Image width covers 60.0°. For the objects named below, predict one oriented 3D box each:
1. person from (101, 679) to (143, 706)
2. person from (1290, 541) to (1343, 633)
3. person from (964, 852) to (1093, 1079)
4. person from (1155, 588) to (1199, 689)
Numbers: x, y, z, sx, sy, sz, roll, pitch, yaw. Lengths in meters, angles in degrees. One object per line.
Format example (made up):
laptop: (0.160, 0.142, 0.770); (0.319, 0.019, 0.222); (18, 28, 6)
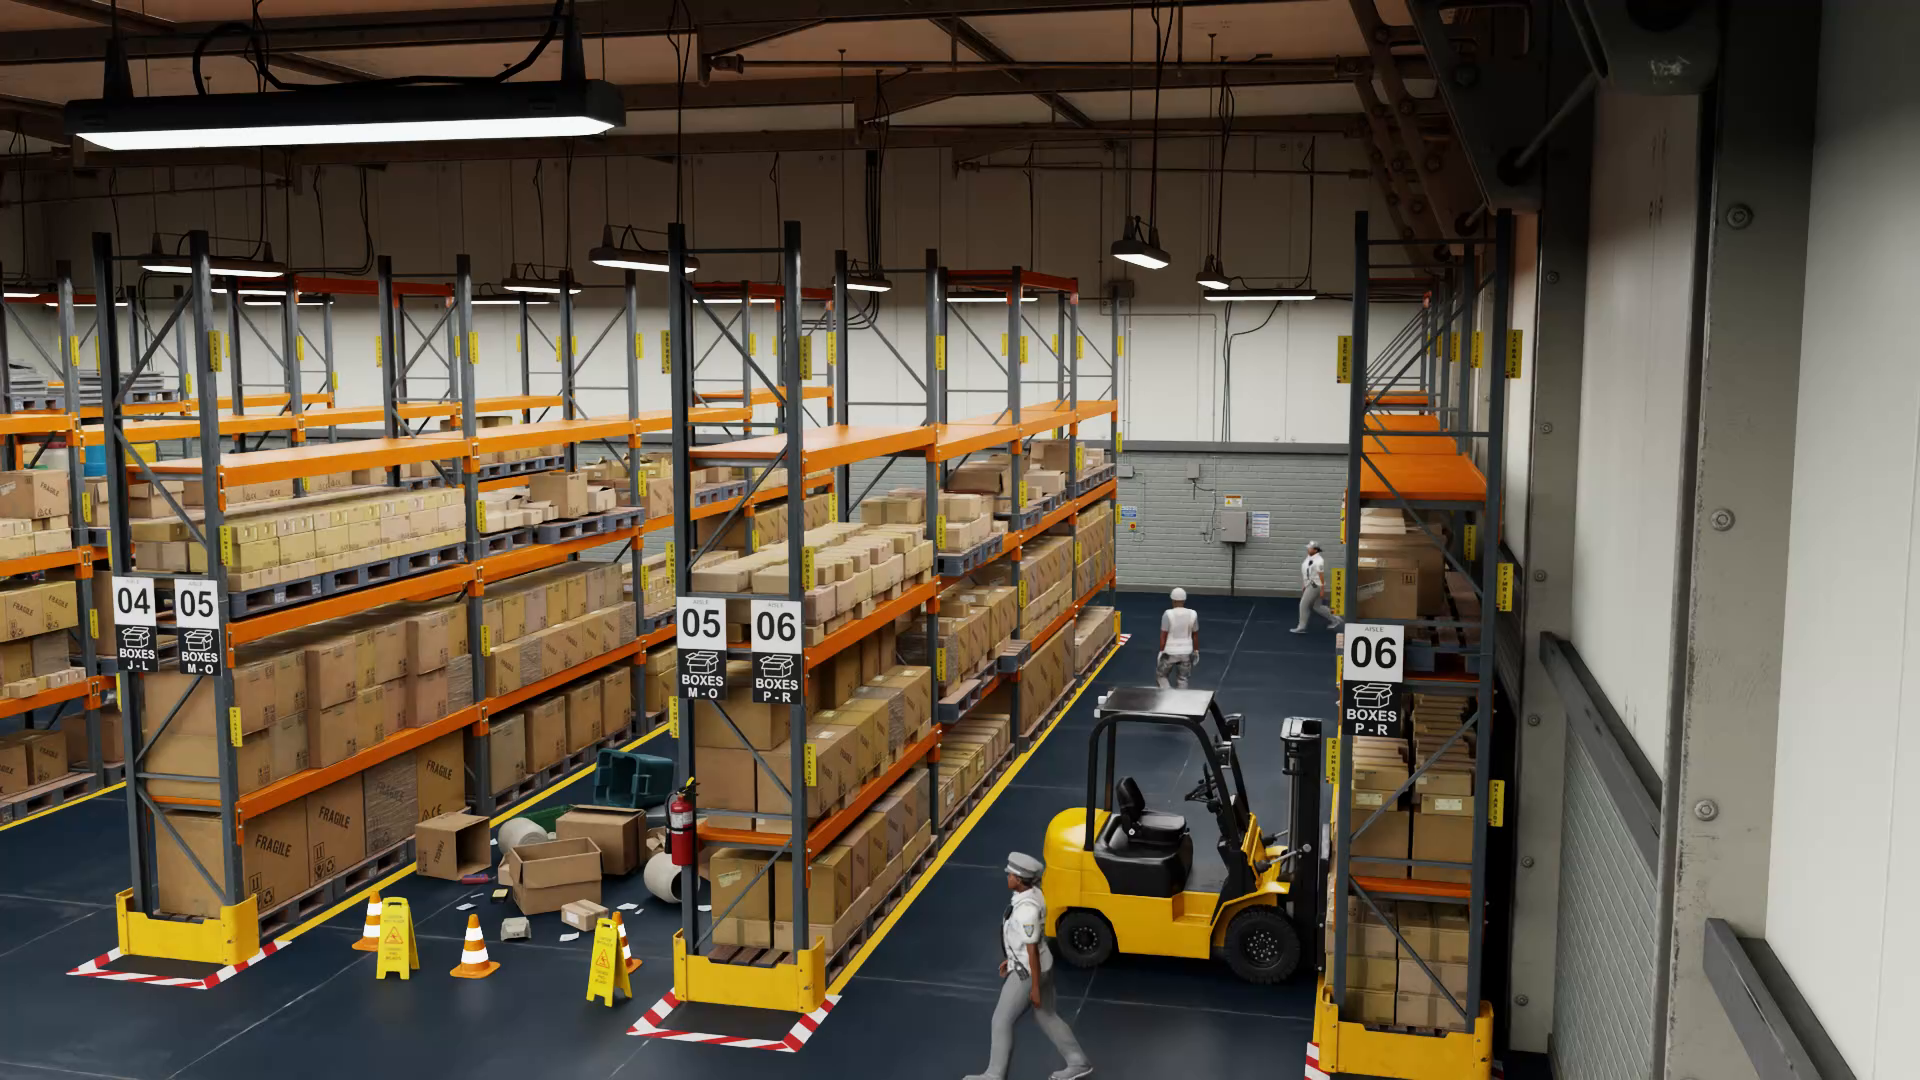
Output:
person: (-11.907, 1.435, 23.537); (0.620, 1.762, 0.701); (1, 7, 8)
person: (6.231, 0.815, 29.007); (0.916, 1.622, 0.502); (1, 7, 8)
person: (0.481, 2.962, 11.451); (0.864, 1.649, 0.454); (1, 7, 12)
person: (2.956, 1.539, 22.519); (0.609, 1.786, 0.463); (-2, 7, -15)
